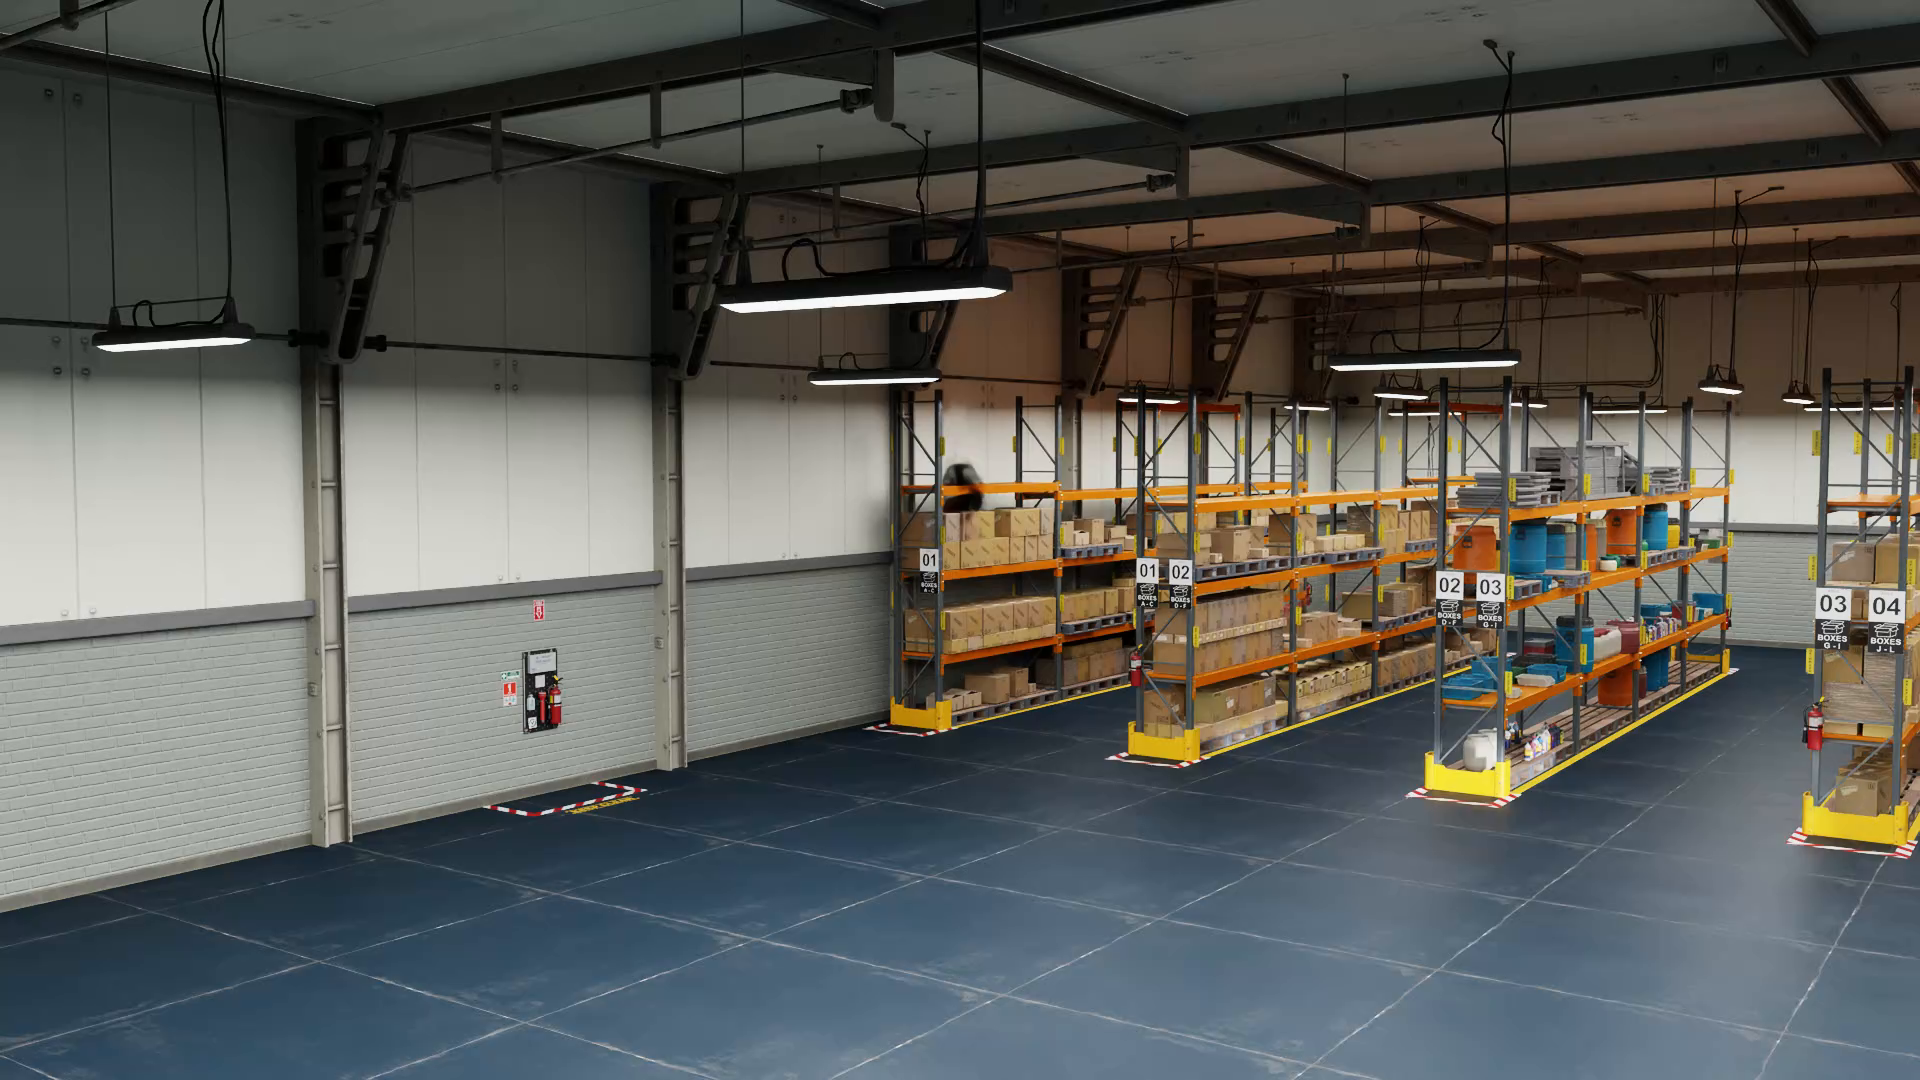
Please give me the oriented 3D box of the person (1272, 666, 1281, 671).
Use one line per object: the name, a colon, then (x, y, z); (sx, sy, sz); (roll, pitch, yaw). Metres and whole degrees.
person: (6.419, 2.219, 33.669); (0.608, 1.833, 0.855); (2, 4, 36)
